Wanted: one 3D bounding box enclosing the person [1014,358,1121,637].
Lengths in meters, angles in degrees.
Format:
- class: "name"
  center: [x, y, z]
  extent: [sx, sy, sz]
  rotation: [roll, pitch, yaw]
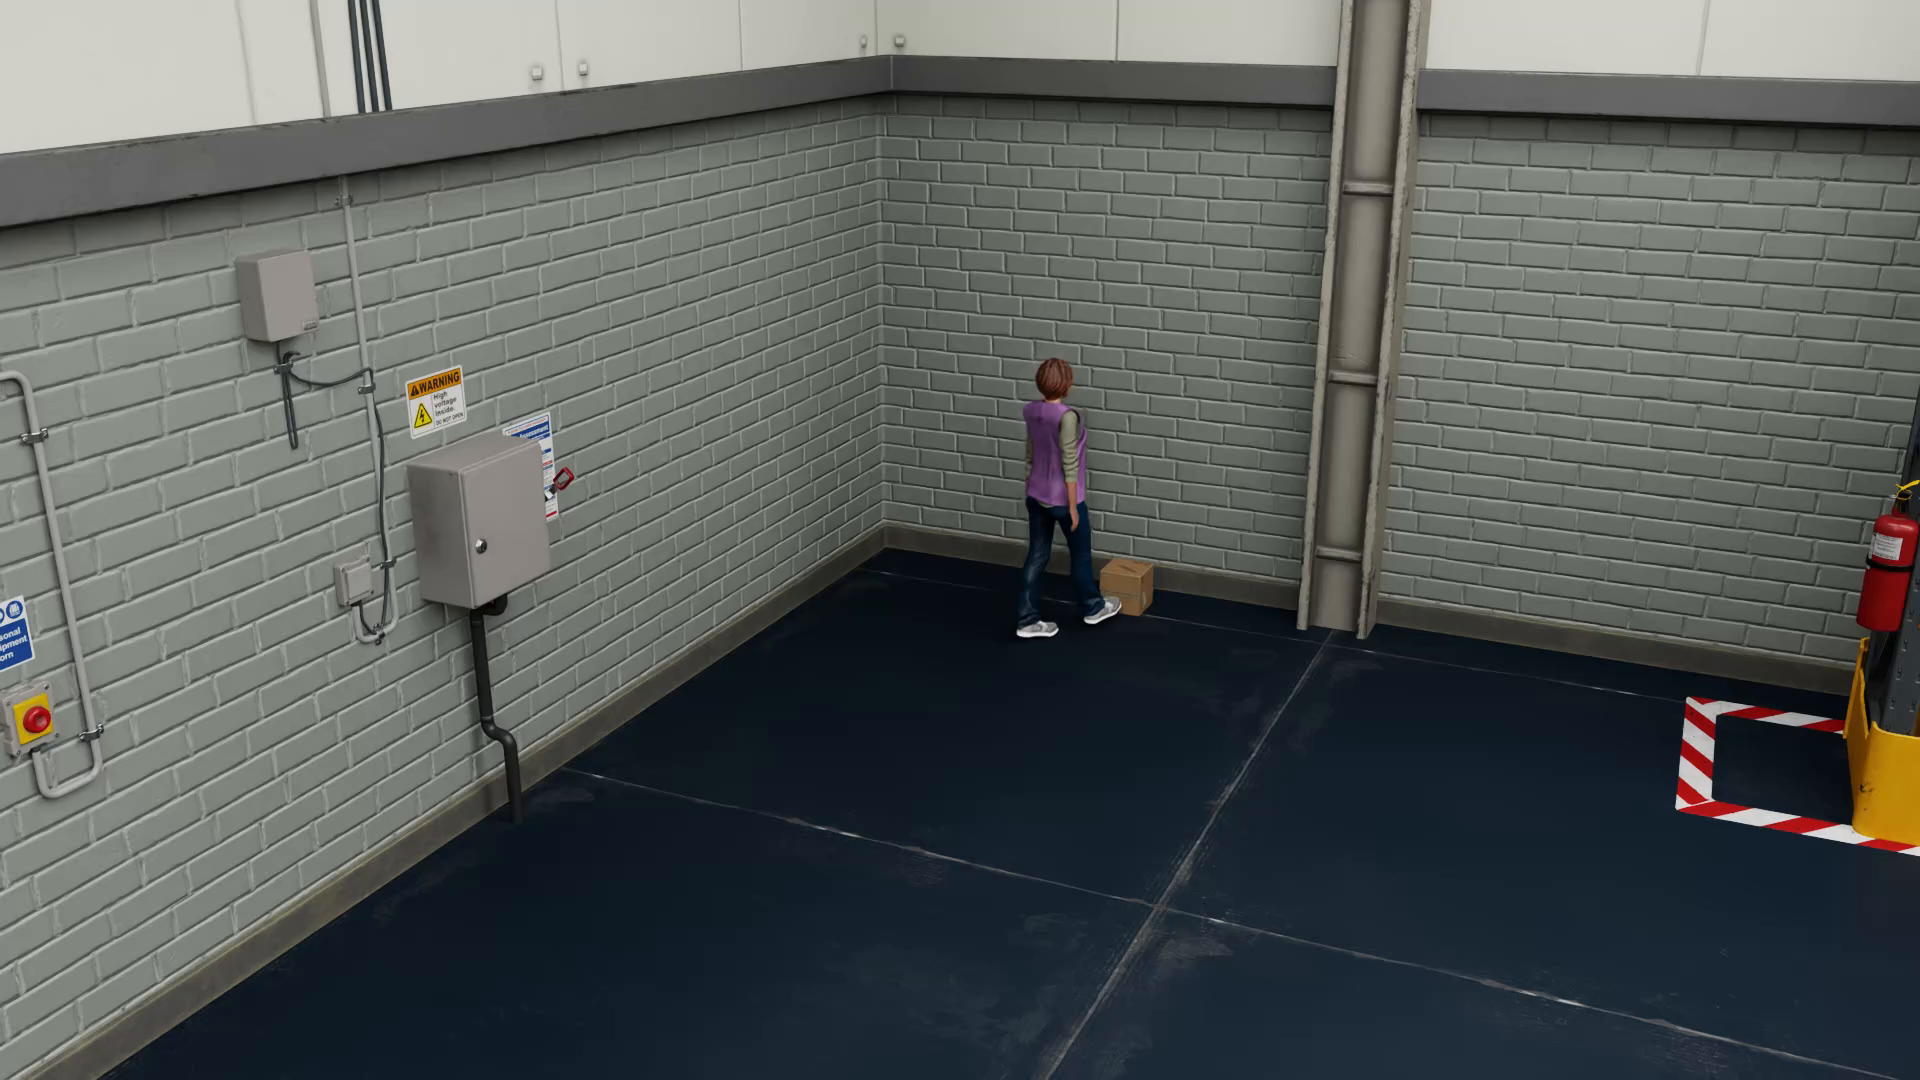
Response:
- class: "person"
  center: [0.597, -0.246, 9.278]
  extent: [0.724, 1.585, 0.438]
  rotation: [-16, 25, -38]
